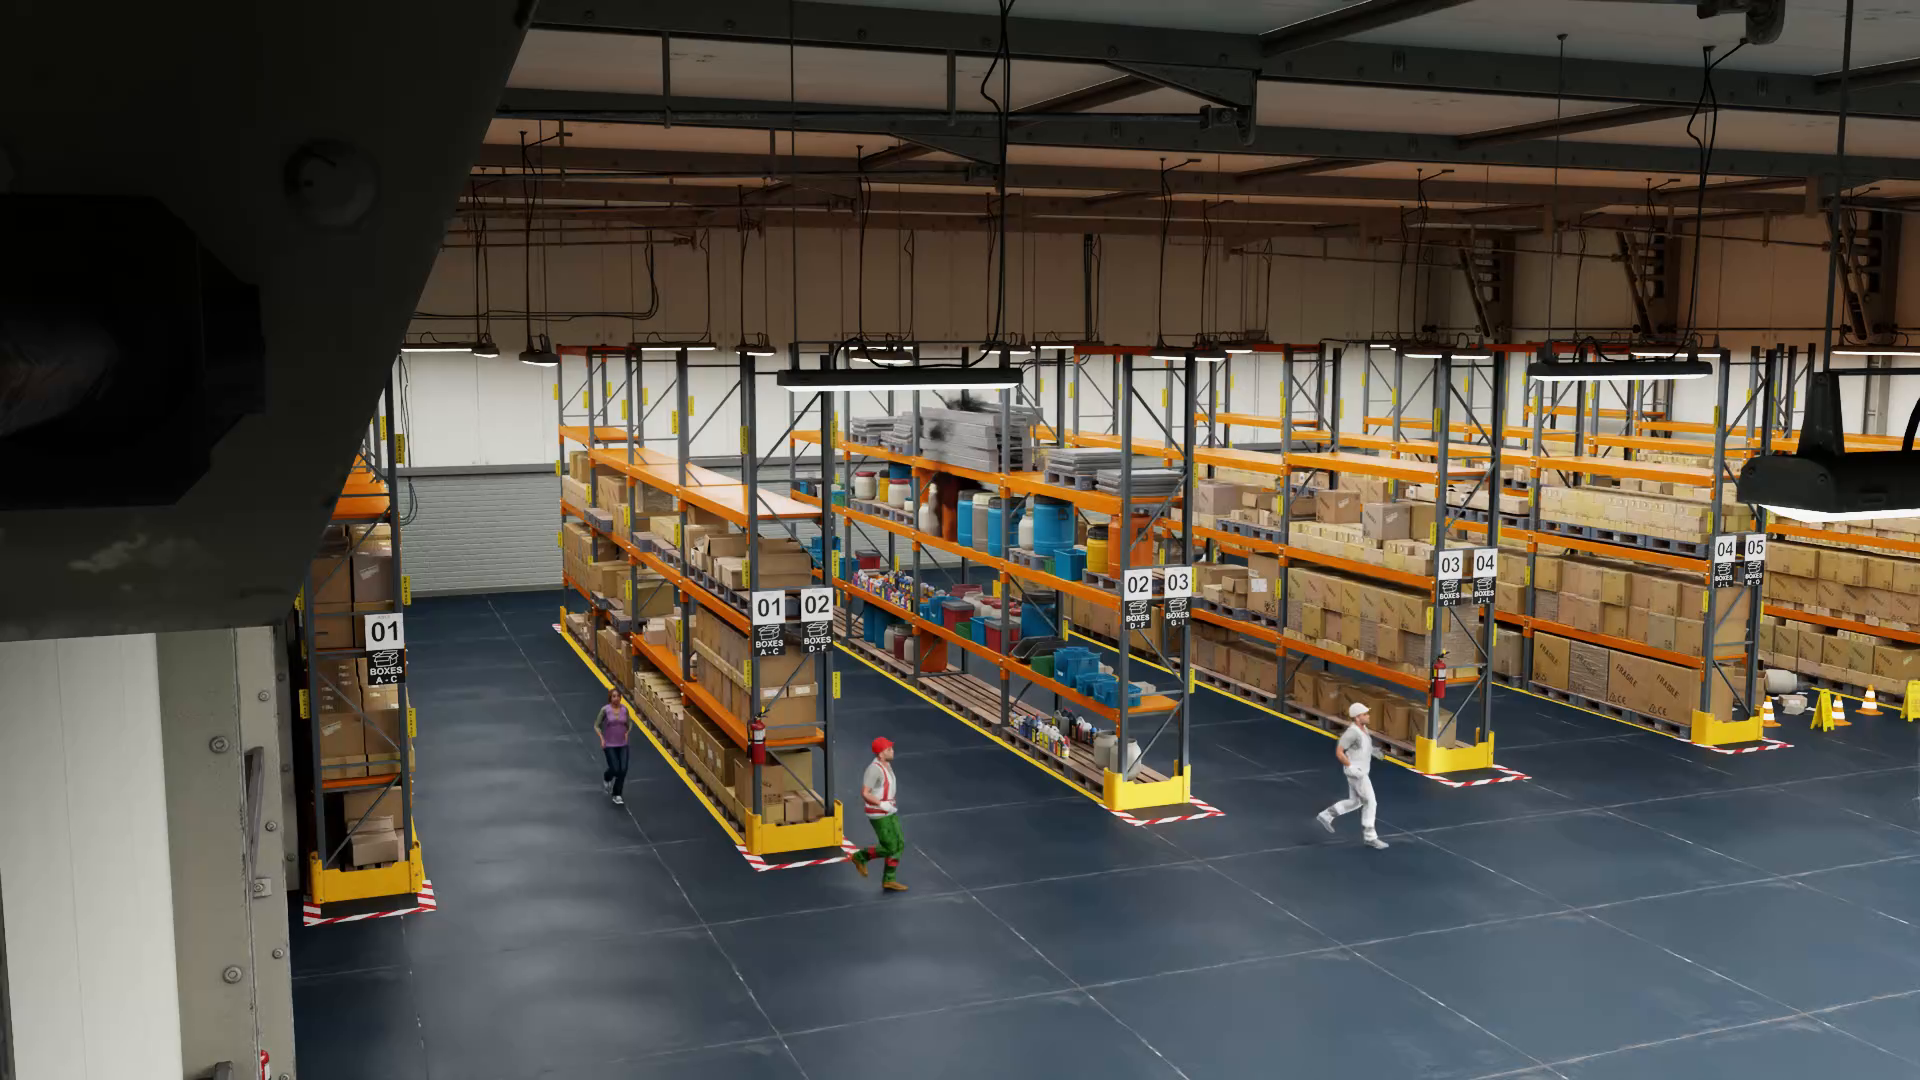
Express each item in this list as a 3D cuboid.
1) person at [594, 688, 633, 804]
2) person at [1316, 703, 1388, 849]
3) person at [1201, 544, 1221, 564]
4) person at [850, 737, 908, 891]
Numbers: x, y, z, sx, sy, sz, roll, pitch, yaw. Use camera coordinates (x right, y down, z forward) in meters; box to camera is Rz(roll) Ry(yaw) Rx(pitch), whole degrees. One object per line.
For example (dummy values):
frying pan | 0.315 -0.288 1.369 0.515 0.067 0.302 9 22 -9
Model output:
person | -4.605 2.749 22.231 0.507 1.552 0.512 -4 8 -27
person | 4.836 2.866 20.416 0.885 1.789 0.642 3 8 19
person | 5.524 0.850 37.225 0.655 1.622 0.951 -4 8 -27
person | -0.917 3.093 18.821 0.665 1.760 0.697 2 8 18
